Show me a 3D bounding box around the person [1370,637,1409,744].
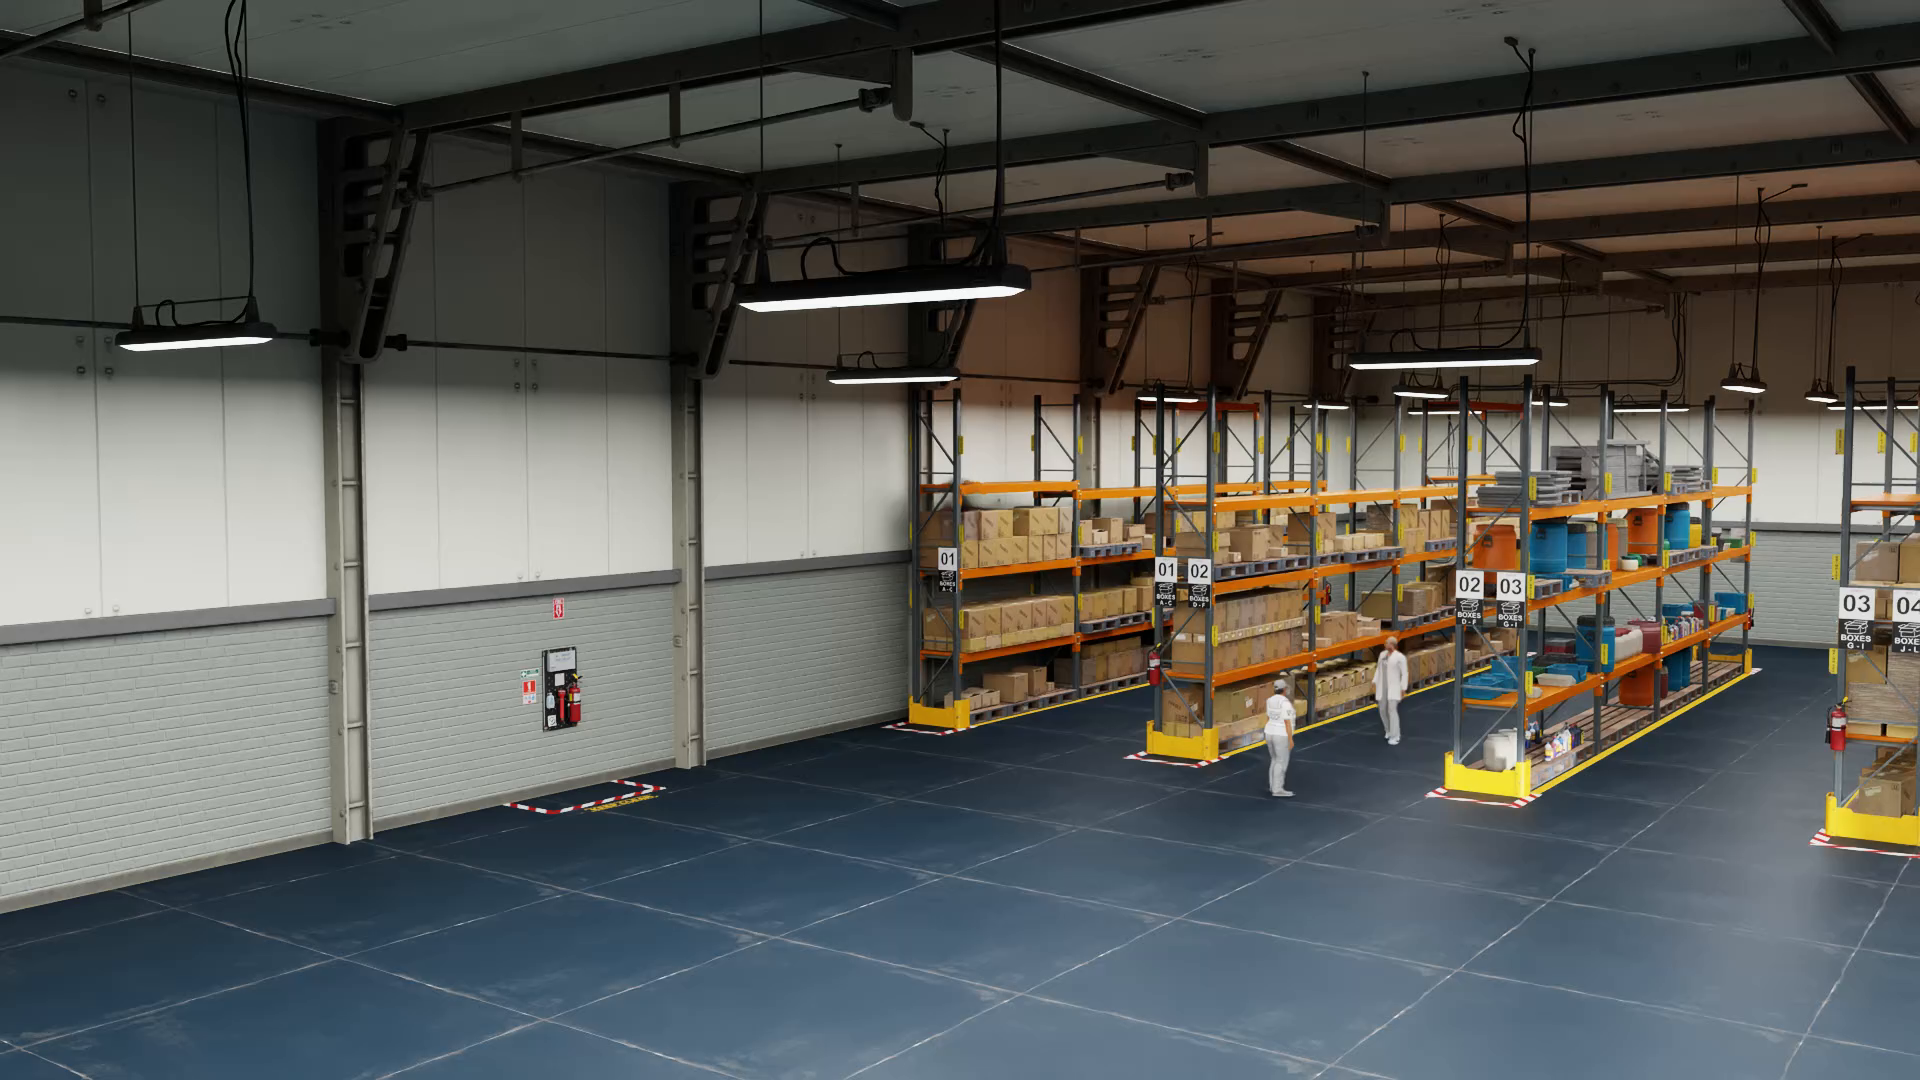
[{"bbox_3d":[7.241,2.541,28.224,0.649,1.797,0.690,3,5,45],"label":"person"}]

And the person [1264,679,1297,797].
[{"bbox_3d":[4.597,2.841,23.749,0.452,1.704,0.553,-1,4,-23],"label":"person"}]

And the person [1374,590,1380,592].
[{"bbox_3d":[9.400,1.986,37.548,0.566,1.719,1.060,2,4,34],"label":"person"}]
